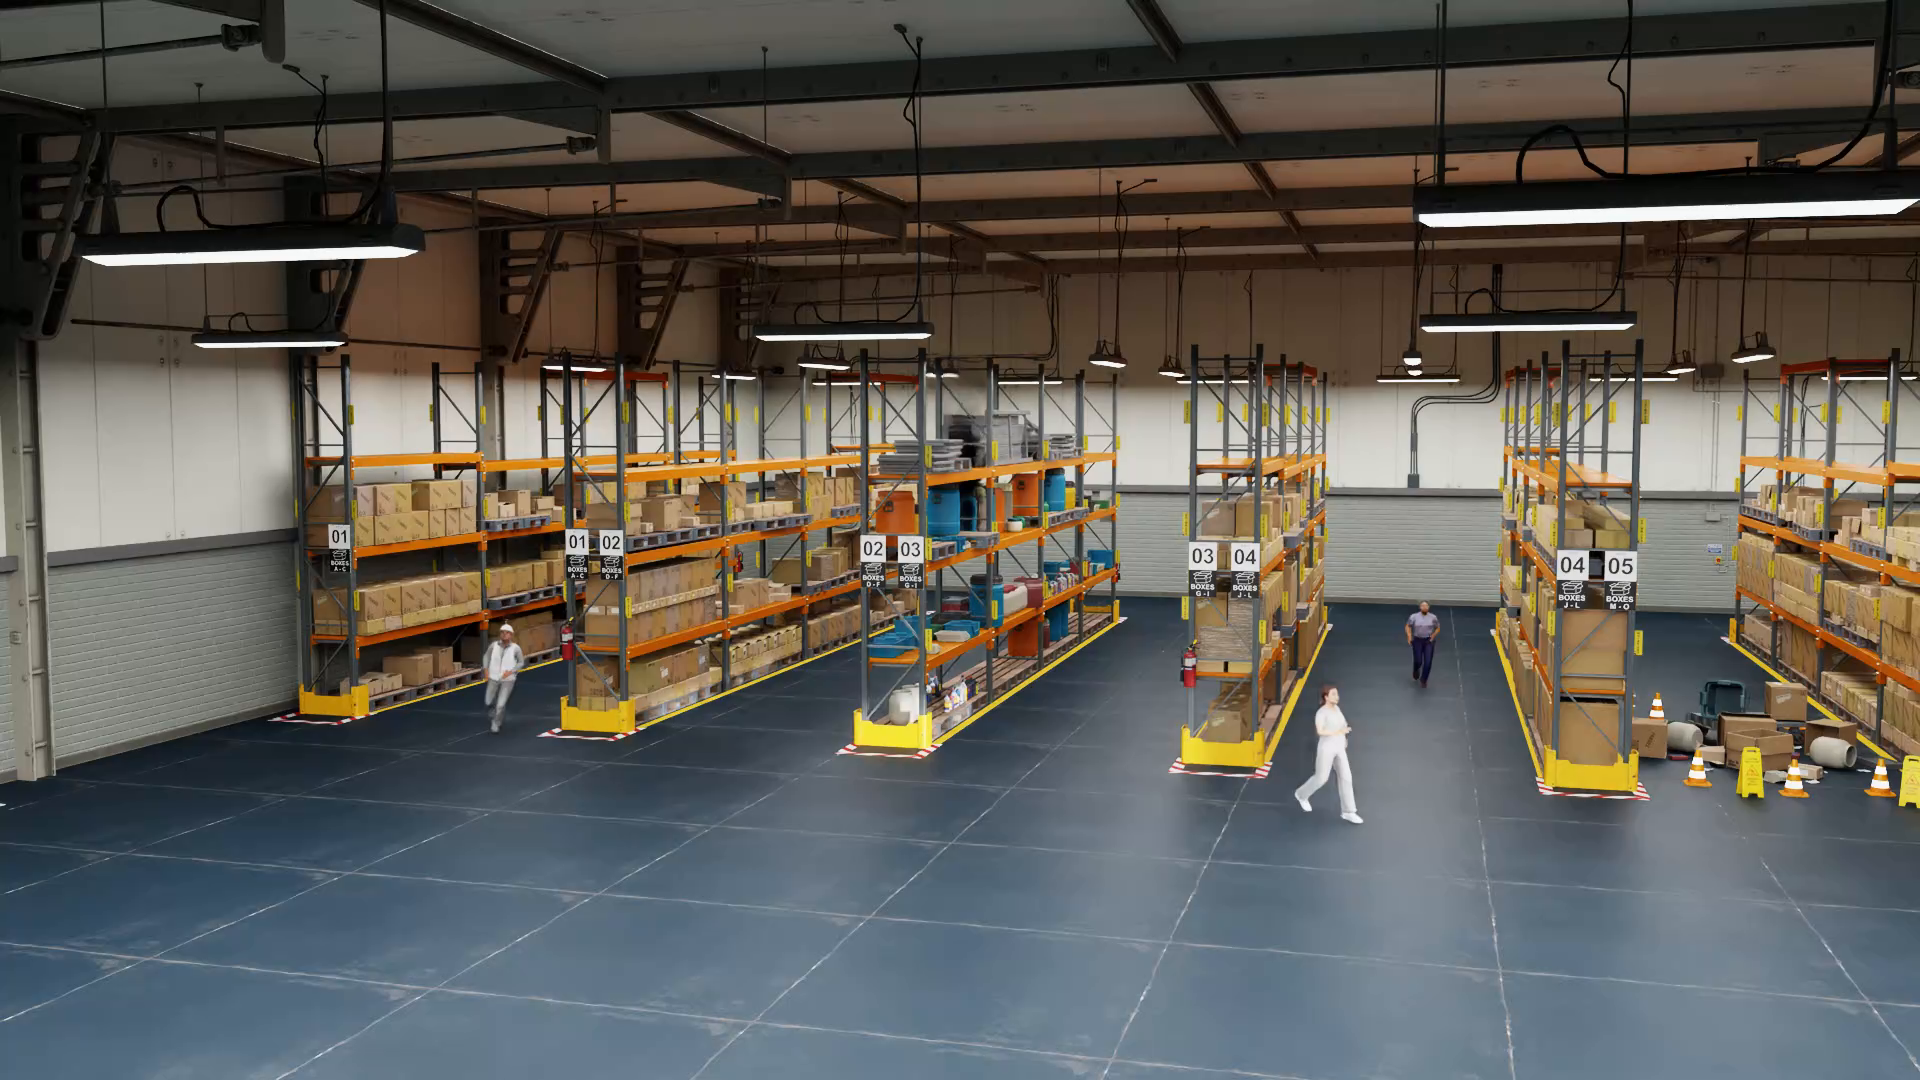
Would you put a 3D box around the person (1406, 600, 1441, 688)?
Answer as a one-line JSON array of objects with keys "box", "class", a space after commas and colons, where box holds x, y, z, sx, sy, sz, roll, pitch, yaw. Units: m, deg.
[{"box": [8.549, 1.923, 30.680, 0.619, 1.608, 0.547, 1, 4, 9], "class": "person"}]

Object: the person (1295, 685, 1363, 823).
[{"box": [4.573, 2.605, 20.535, 0.565, 1.652, 0.970, -3, 5, -37], "class": "person"}]

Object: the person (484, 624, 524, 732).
[{"box": [-7.257, 2.186, 26.456, 0.659, 1.706, 0.607, 0, 4, -2], "class": "person"}]
